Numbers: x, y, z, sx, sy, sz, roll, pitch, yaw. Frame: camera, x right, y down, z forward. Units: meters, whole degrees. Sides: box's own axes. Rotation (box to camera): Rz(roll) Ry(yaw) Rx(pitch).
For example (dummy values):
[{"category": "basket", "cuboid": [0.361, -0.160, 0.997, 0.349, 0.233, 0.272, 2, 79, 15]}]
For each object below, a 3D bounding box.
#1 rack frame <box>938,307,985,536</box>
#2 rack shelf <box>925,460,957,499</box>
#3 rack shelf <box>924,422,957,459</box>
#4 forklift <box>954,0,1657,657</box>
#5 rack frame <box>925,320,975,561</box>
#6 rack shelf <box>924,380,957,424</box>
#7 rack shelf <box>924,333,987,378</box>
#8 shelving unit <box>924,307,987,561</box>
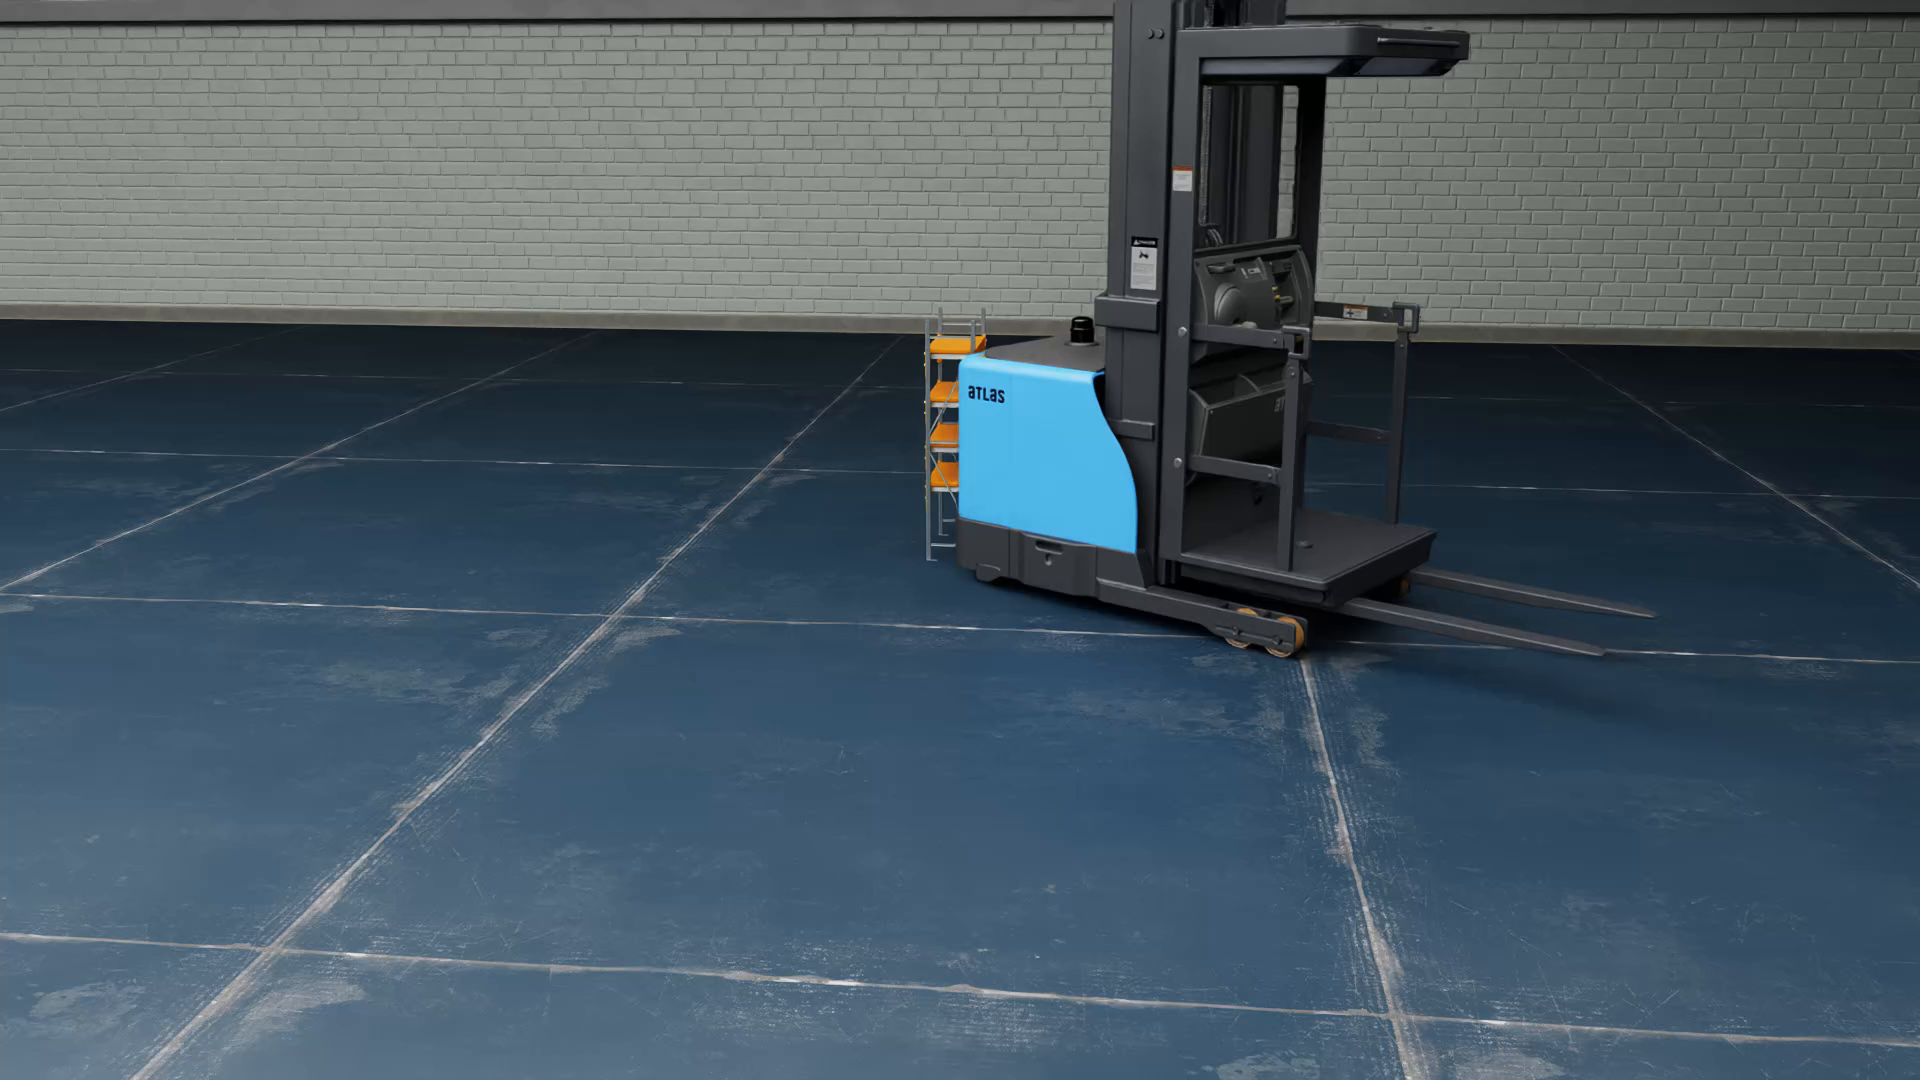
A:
[{"category": "rack frame", "cuboid": [0.009, -0.600, 8.581, 0.240, 1.200, 0.015, 2, 15, 6]}, {"category": "rack shelf", "cuboid": [-0.019, -0.280, 8.416, 0.258, 0.148, 0.480, 2, 15, 6]}, {"category": "rack shelf", "cuboid": [-0.019, -0.471, 8.364, 0.258, 0.148, 0.480, 2, 15, 6]}, {"category": "forklift", "cuboid": [1.432, -1.086, 7.065, 3.031, 2.935, 1.130, 12, 19, 38]}, {"category": "rack frame", "cuboid": [-0.046, -0.473, 8.113, 0.240, 1.200, 0.015, 2, 15, 6]}, {"category": "rack shelf", "cuboid": [-0.019, -0.687, 8.306, 0.258, 0.148, 0.480, 2, 15, 6]}, {"category": "rack shelf", "cuboid": [-0.019, -0.916, 8.244, 0.258, 0.148, 0.480, 2, 15, 6]}, {"category": "shelving unit", "cuboid": [-0.019, -0.536, 8.347, 0.258, 1.200, 0.503, 2, 15, 6]}]
